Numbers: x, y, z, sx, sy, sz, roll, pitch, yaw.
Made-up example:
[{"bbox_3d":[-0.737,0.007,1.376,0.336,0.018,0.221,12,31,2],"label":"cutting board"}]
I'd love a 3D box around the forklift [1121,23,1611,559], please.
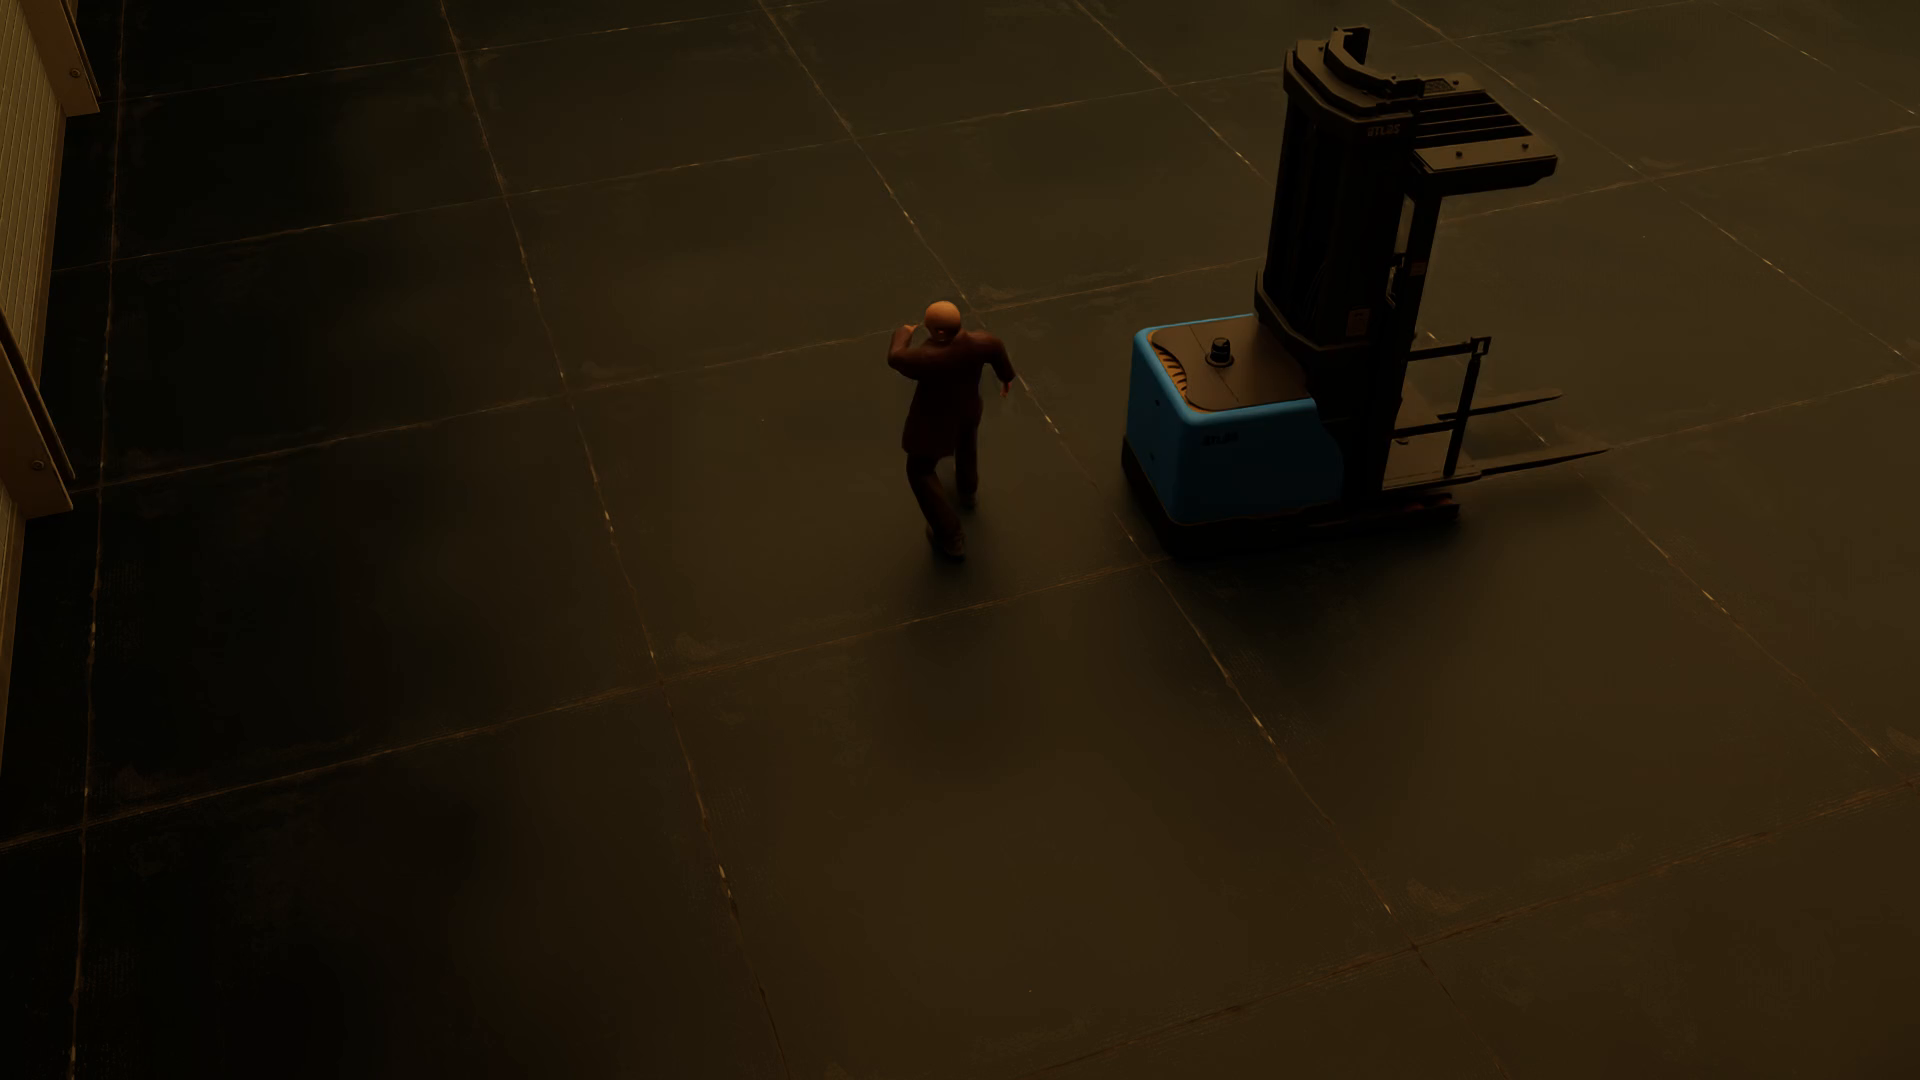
[{"bbox_3d":[2.617,-1.516,9.802,3.031,2.935,1.130,-9,41,-11],"label":"forklift"}]

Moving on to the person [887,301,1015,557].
[{"bbox_3d":[-0.040,-0.847,10.001,0.804,1.659,0.919,-26,47,-28],"label":"person"}]
